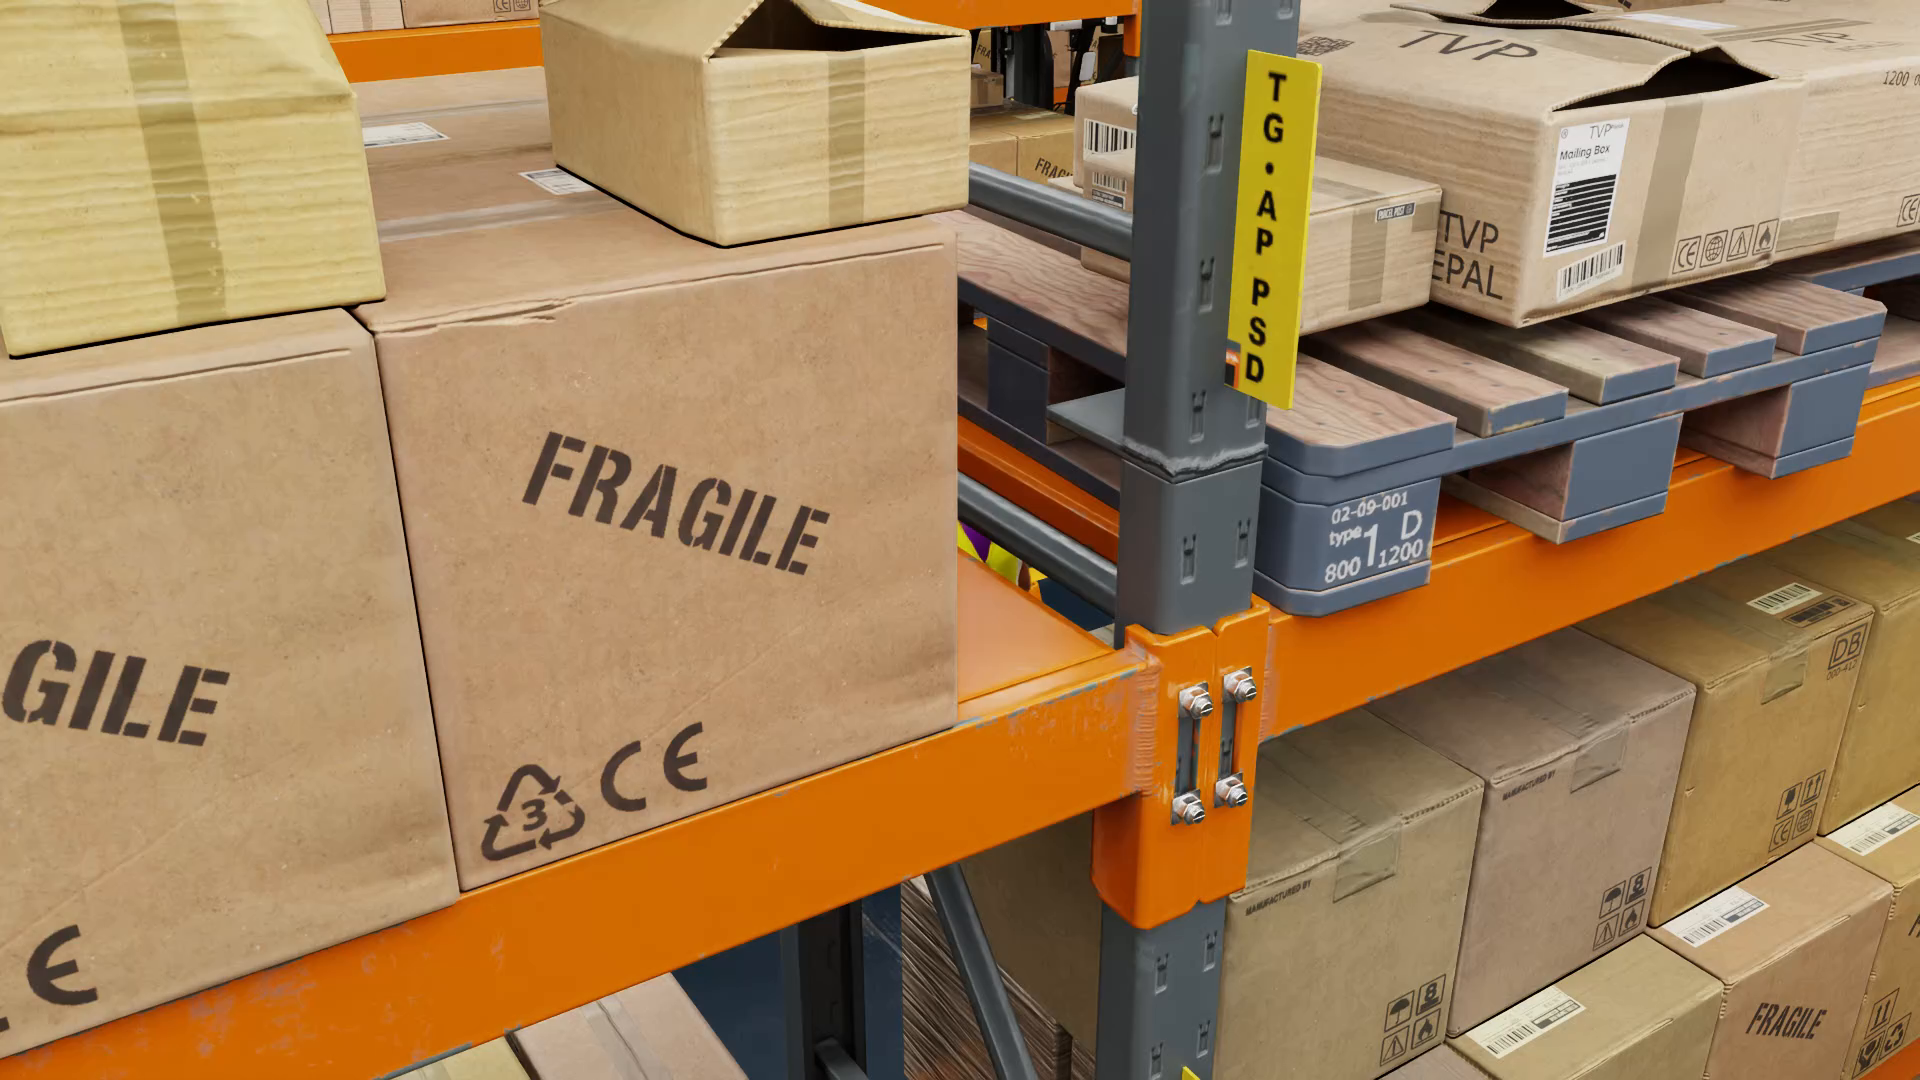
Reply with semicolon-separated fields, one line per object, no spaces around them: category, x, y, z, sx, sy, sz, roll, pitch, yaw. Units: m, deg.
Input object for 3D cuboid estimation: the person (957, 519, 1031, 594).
person;0.020;0.376;5.790;0.567;1.776;0.370;-15;29;-29
